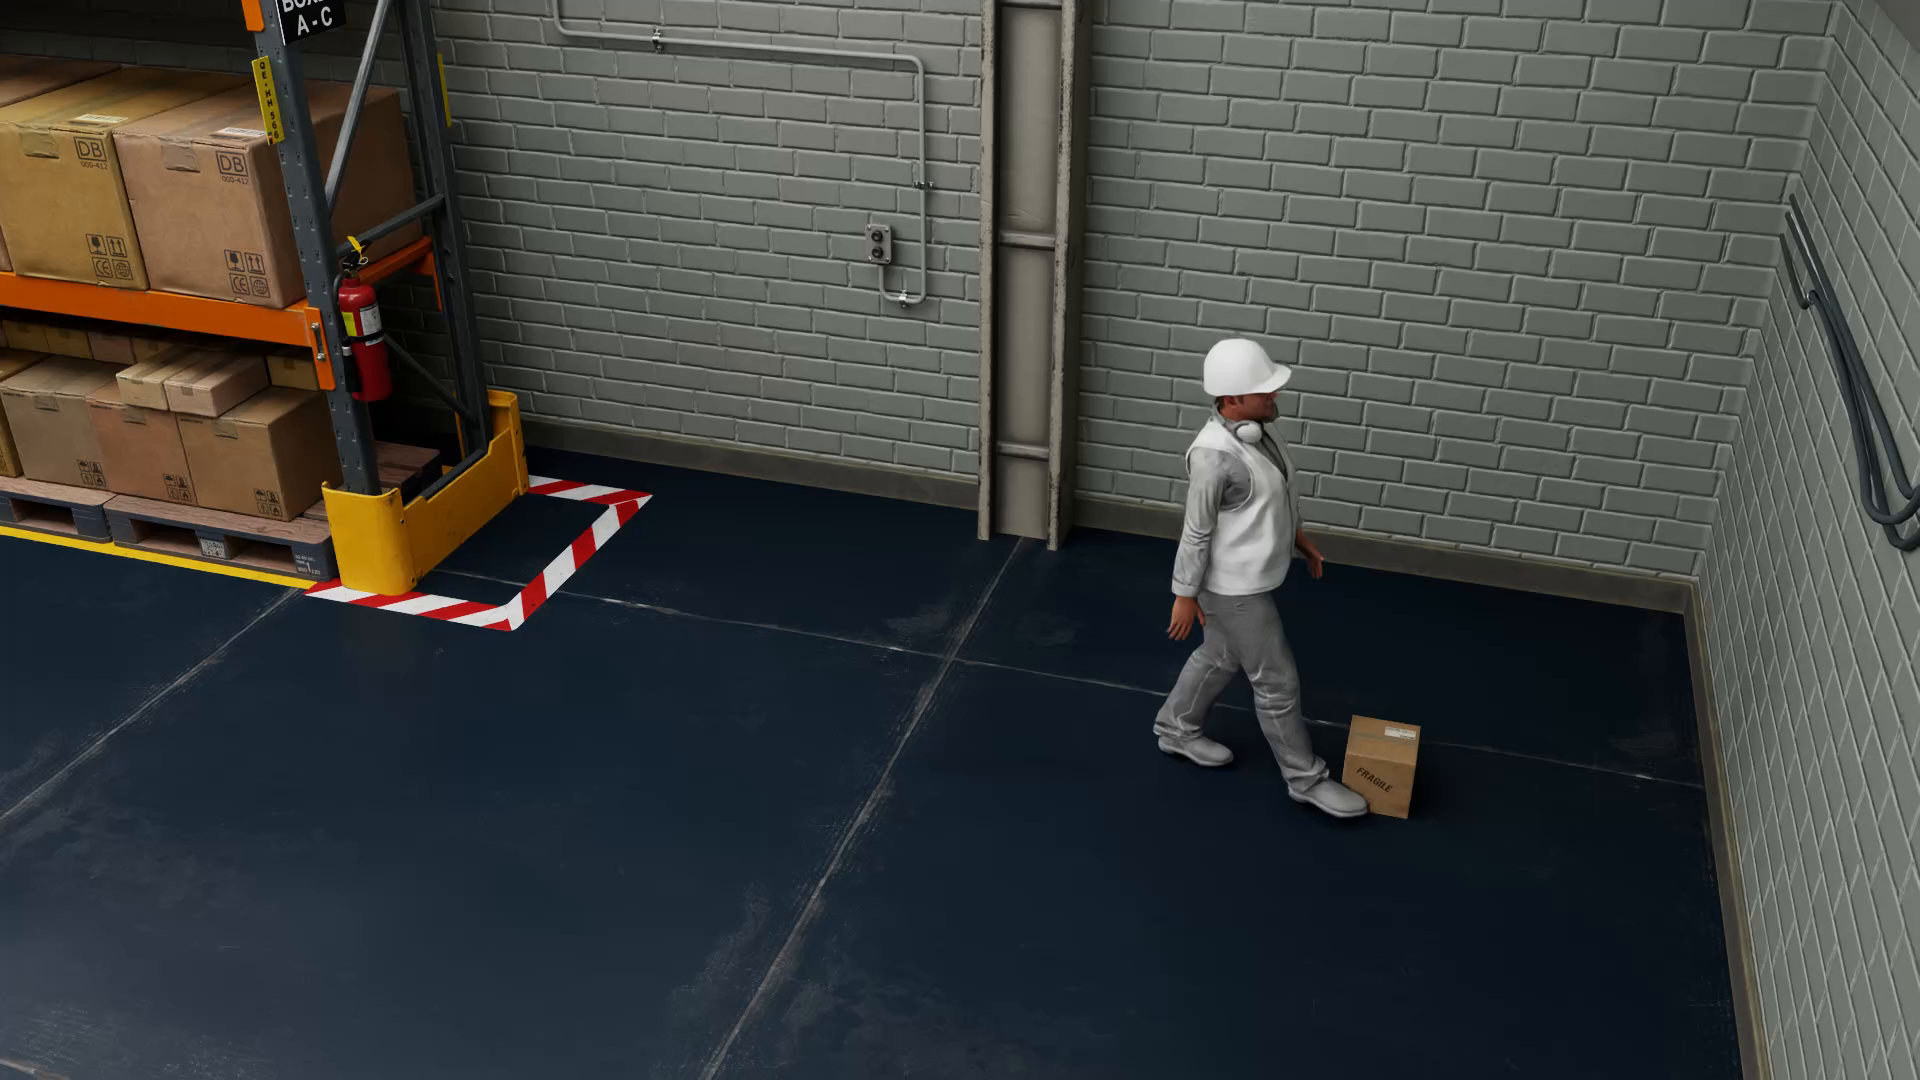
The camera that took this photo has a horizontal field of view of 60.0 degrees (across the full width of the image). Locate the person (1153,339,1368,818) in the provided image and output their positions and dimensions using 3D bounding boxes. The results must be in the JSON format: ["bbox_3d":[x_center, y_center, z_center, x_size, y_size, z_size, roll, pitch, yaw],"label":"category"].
[{"bbox_3d":[1.133,0.120,5.880,0.849,1.749,0.587,10,31,18],"label":"person"}]
